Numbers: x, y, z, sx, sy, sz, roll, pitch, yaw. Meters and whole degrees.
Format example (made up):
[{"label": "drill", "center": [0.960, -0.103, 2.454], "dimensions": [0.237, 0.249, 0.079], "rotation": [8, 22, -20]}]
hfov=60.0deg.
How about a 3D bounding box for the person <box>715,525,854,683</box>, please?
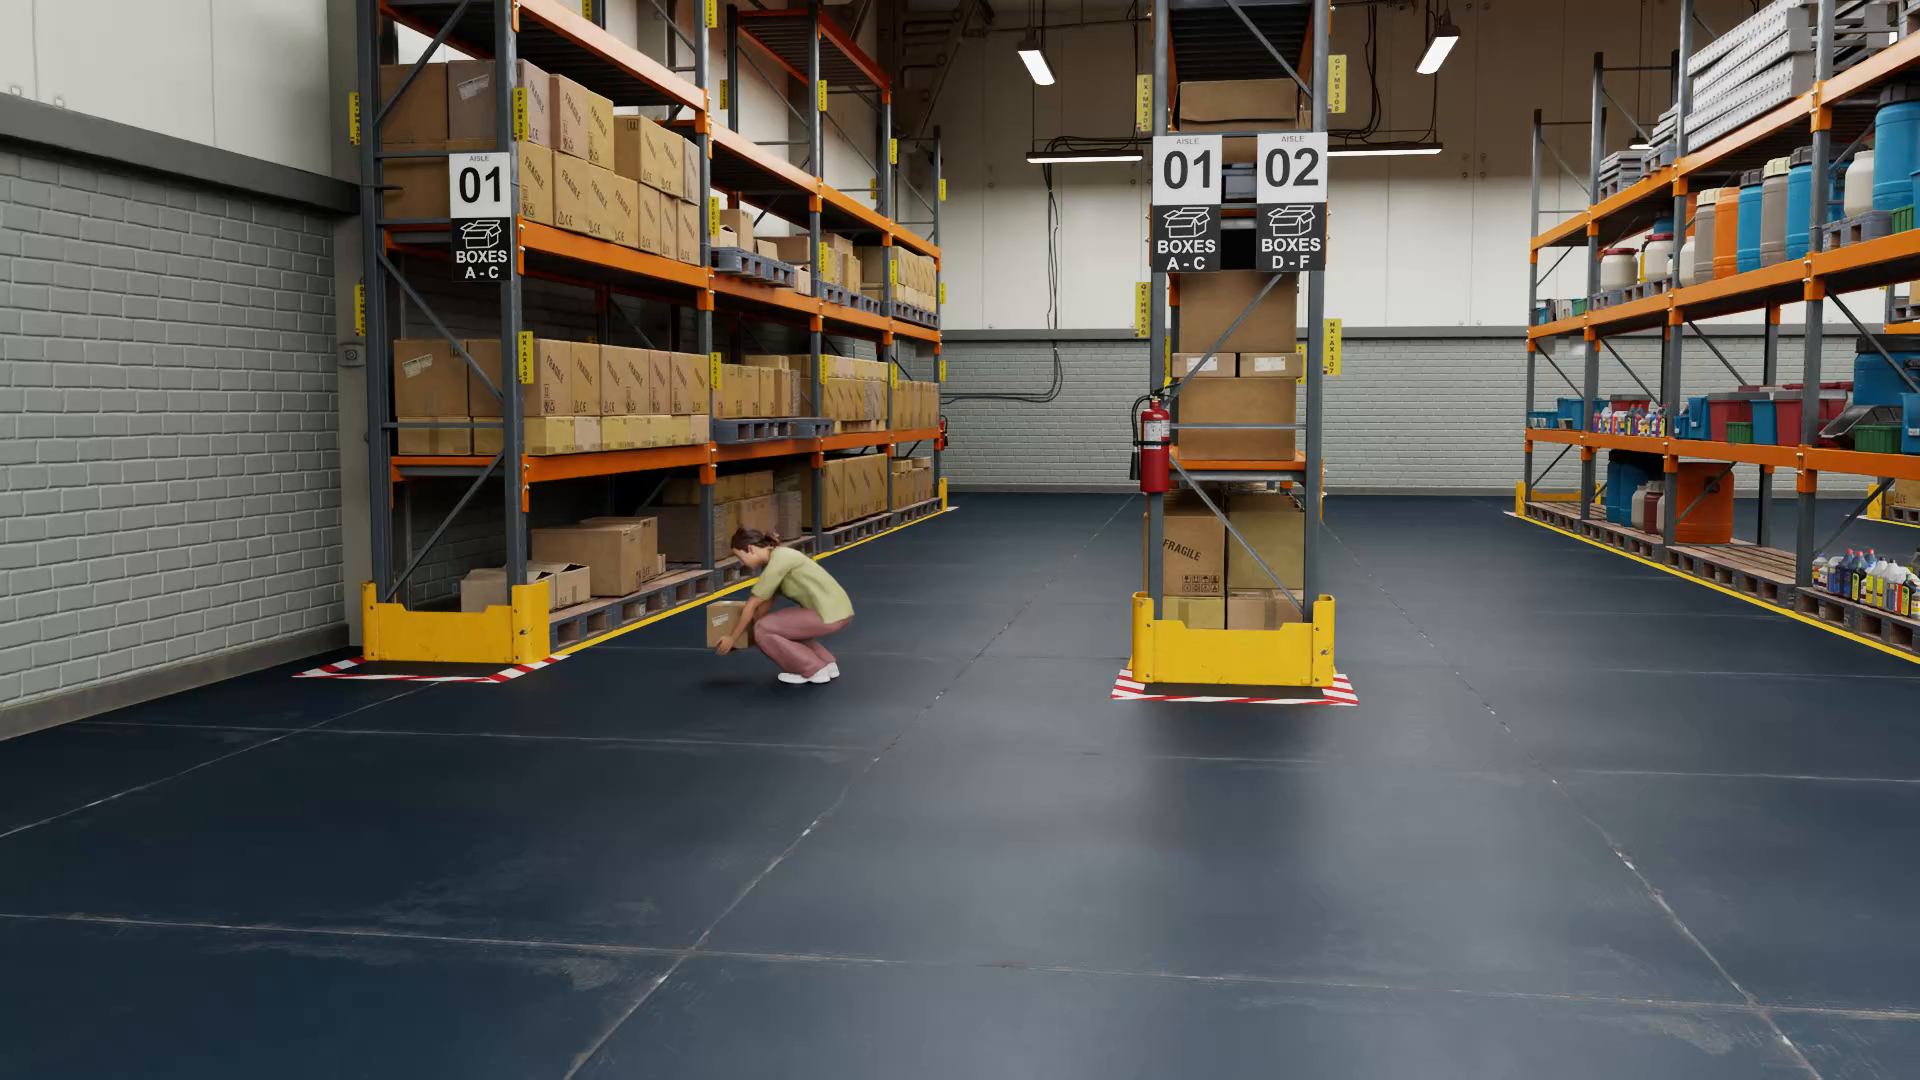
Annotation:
[{"label": "person", "center": [-1.038, 0.374, 9.898], "dimensions": [0.800, 0.931, 0.485], "rotation": [1, 5, 9]}]
